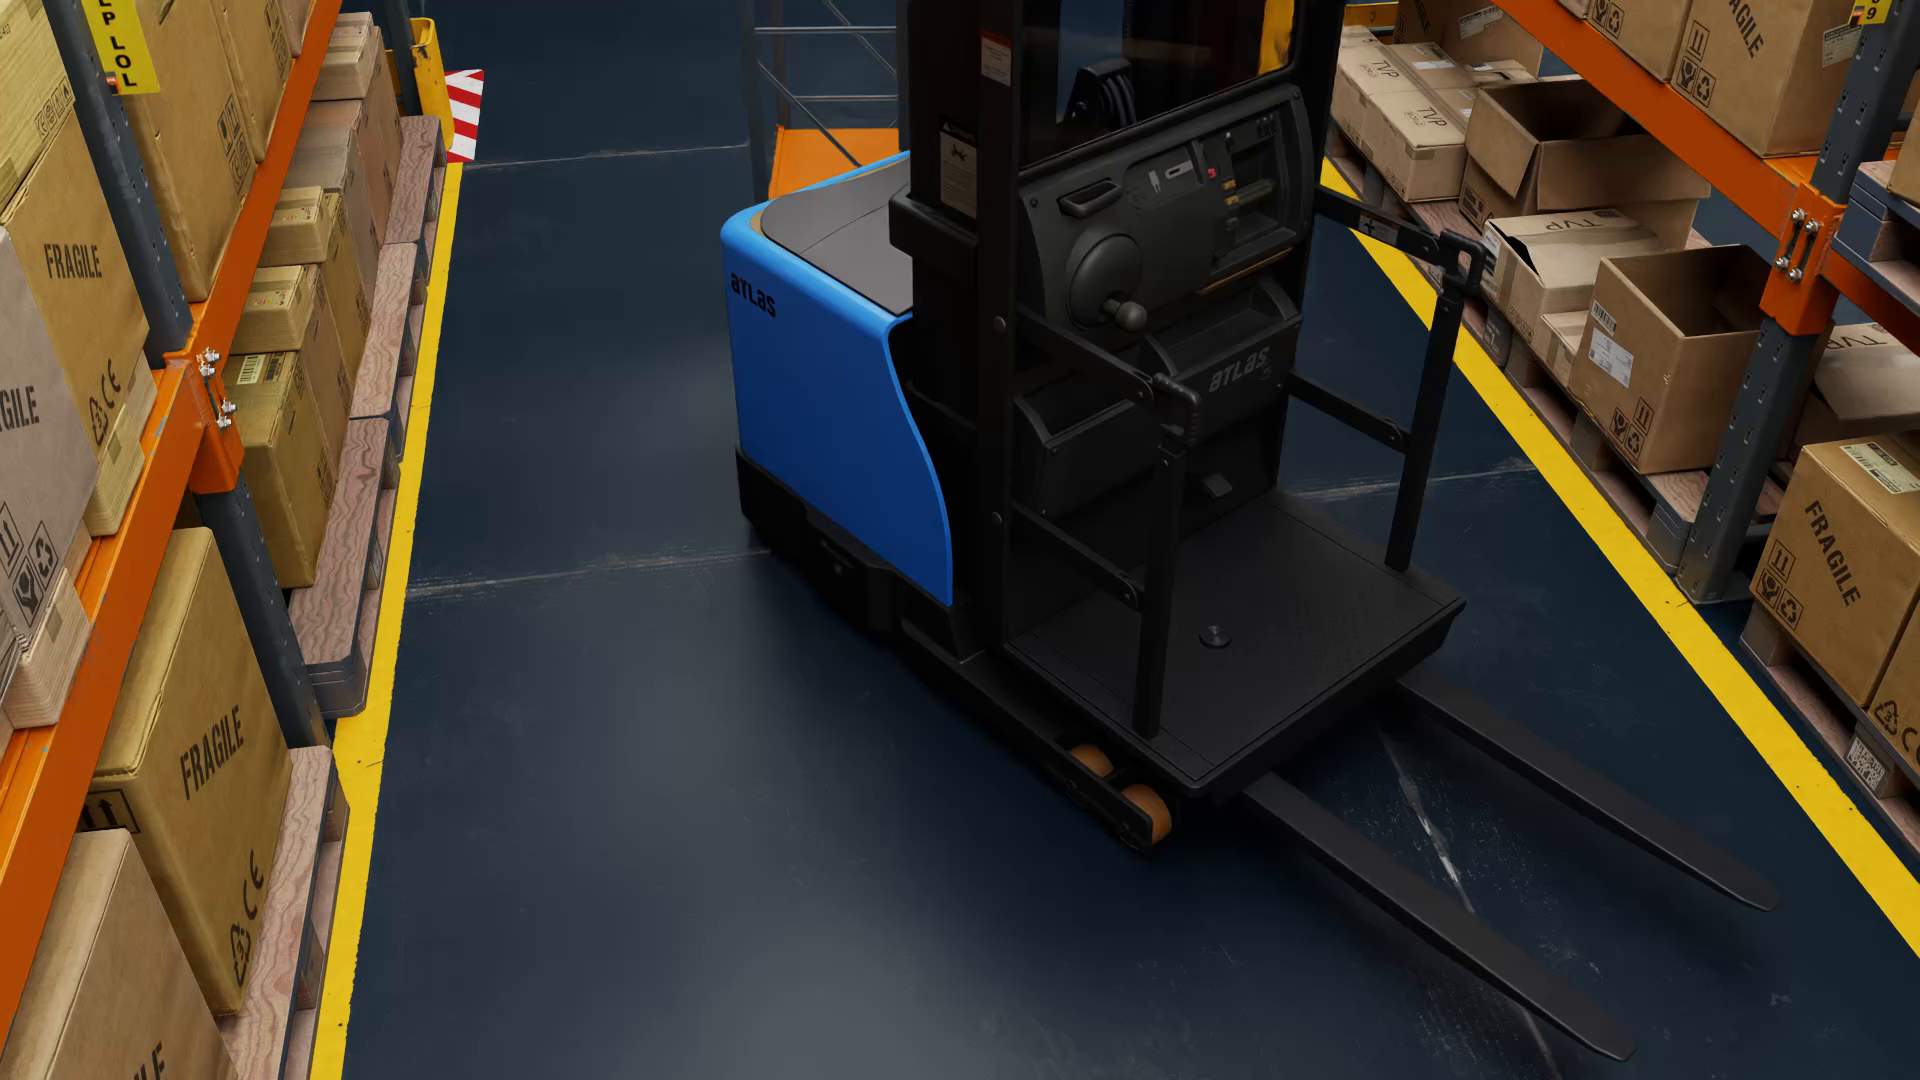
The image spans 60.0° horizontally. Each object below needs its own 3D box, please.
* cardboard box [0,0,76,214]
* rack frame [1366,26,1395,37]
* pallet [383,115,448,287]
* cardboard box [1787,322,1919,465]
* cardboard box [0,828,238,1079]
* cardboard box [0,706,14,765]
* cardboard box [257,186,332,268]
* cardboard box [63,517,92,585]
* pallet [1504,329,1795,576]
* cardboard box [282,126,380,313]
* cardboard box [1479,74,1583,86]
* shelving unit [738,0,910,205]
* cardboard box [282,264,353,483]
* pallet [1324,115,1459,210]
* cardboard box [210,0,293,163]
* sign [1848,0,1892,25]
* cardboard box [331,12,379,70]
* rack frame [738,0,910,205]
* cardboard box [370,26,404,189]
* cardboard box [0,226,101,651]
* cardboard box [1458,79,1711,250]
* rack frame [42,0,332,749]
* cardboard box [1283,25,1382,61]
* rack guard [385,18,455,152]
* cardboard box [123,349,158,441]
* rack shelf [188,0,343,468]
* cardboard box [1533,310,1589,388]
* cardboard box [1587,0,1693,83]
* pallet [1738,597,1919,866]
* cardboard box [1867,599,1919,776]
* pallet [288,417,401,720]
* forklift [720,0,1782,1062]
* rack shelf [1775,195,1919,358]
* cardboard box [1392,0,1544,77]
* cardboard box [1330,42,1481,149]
[{"bbox_3d":[-1.861,-0.744,2.811,0.500,0.250,0.500,-5,38,-7],"label":"cardboard box"},{"bbox_3d":[1.981,-3.488,7.295,1.000,3.000,0.127,-6,38,-8],"label":"rack frame"},{"bbox_3d":[-2.678,-1.378,6.851,1.003,0.211,1.213,-6,38,-8],"label":"pallet"},{"bbox_3d":[2.821,-0.461,5.232,0.500,0.311,0.500,-6,38,-8],"label":"cardboard box"},{"bbox_3d":[-1.794,1.061,2.849,0.750,0.750,0.750,-5,38,-7],"label":"cardboard box"},{"bbox_3d":[-1.706,0.347,2.547,0.380,0.149,0.250,-6,38,-8],"label":"cardboard box"},{"bbox_3d":[-2.197,-0.977,5.229,0.380,0.149,0.250,-7,38,-9],"label":"cardboard box"},{"bbox_3d":[-1.788,0.039,2.944,0.380,0.149,0.250,-5,38,-7],"label":"cardboard box"},{"bbox_3d":[2.563,-0.386,5.575,1.003,0.211,1.213,-6,38,-8],"label":"pallet"},{"bbox_3d":[-2.498,-1.114,5.934,0.700,0.500,0.500,-7,38,-9],"label":"cardboard box"},{"bbox_3d":[2.456,-1.697,6.873,0.500,0.250,0.500,-6,38,-8],"label":"cardboard box"},{"bbox_3d":[-0.409,-1.313,5.717,0.587,1.500,1.083,-1,38,-1],"label":"shelving unit"},{"bbox_3d":[-2.309,-0.483,5.121,0.700,0.500,0.500,-7,38,-8],"label":"cardboard box"},{"bbox_3d":[2.135,-1.860,7.472,1.003,0.211,1.213,-6,38,-8],"label":"pallet"},{"bbox_3d":[-2.396,-1.427,4.397,0.980,0.700,0.700,-7,38,-9],"label":"cardboard box"},{"bbox_3d":[2.149,-1.351,3.839,0.100,0.325,0.005,-6,38,-8],"label":"sign"},{"bbox_3d":[-2.472,-1.918,6.441,0.380,0.149,0.250,-7,38,-8],"label":"cardboard box"},{"bbox_3d":[-0.396,-0.995,5.309,0.500,1.500,0.032,-1,38,-1],"label":"rack frame"},{"bbox_3d":[-2.674,-1.720,6.714,0.700,0.500,0.500,-6,38,-8],"label":"cardboard box"},{"bbox_3d":[-1.766,-0.143,2.649,0.500,0.500,0.500,-6,38,-8],"label":"cardboard box"},{"bbox_3d":[2.348,-1.395,6.276,0.797,0.503,0.637,-6,38,-8],"label":"cardboard box"},{"bbox_3d":[-2.194,-0.537,3.497,1.000,3.000,0.127,-6,38,-8],"label":"rack frame"},{"bbox_3d":[1.716,-2.246,7.662,0.380,0.149,0.250,-6,38,-8],"label":"cardboard box"},{"bbox_3d":[-2.900,-1.981,7.392,1.175,0.500,0.348,-6,38,-8],"label":"rack guard"},{"bbox_3d":[-1.856,-0.272,3.344,0.380,0.149,0.250,-6,38,-8],"label":"cardboard box"},{"bbox_3d":[-2.545,-1.461,5.272,1.077,0.370,4.000,-6,38,-8],"label":"rack shelf"},{"bbox_3d":[2.178,-0.654,5.612,0.380,0.149,0.250,-6,38,-8],"label":"cardboard box"},{"bbox_3d":[2.250,-1.697,4.908,0.500,0.500,0.500,-5,38,-7],"label":"cardboard box"},{"bbox_3d":[2.862,0.516,4.414,1.003,0.211,1.213,-6,38,-8],"label":"pallet"},{"bbox_3d":[2.631,0.380,3.994,0.500,0.500,0.500,-6,38,-7],"label":"cardboard box"},{"bbox_3d":[-2.251,0.096,4.954,1.003,0.211,1.213,-6,38,-8],"label":"pallet"},{"bbox_3d":[0.651,-0.724,3.793,1.130,2.935,3.031,-28,46,-31],"label":"forklift"},{"bbox_3d":[3.033,0.420,2.851,1.077,0.370,4.000,-6,38,-8],"label":"rack shelf"},{"bbox_3d":[2.319,-2.373,7.539,0.500,0.500,0.500,-6,38,-8],"label":"cardboard box"},{"bbox_3d":[1.884,-1.915,7.153,0.500,0.250,0.500,-6,38,-8],"label":"cardboard box"}]
